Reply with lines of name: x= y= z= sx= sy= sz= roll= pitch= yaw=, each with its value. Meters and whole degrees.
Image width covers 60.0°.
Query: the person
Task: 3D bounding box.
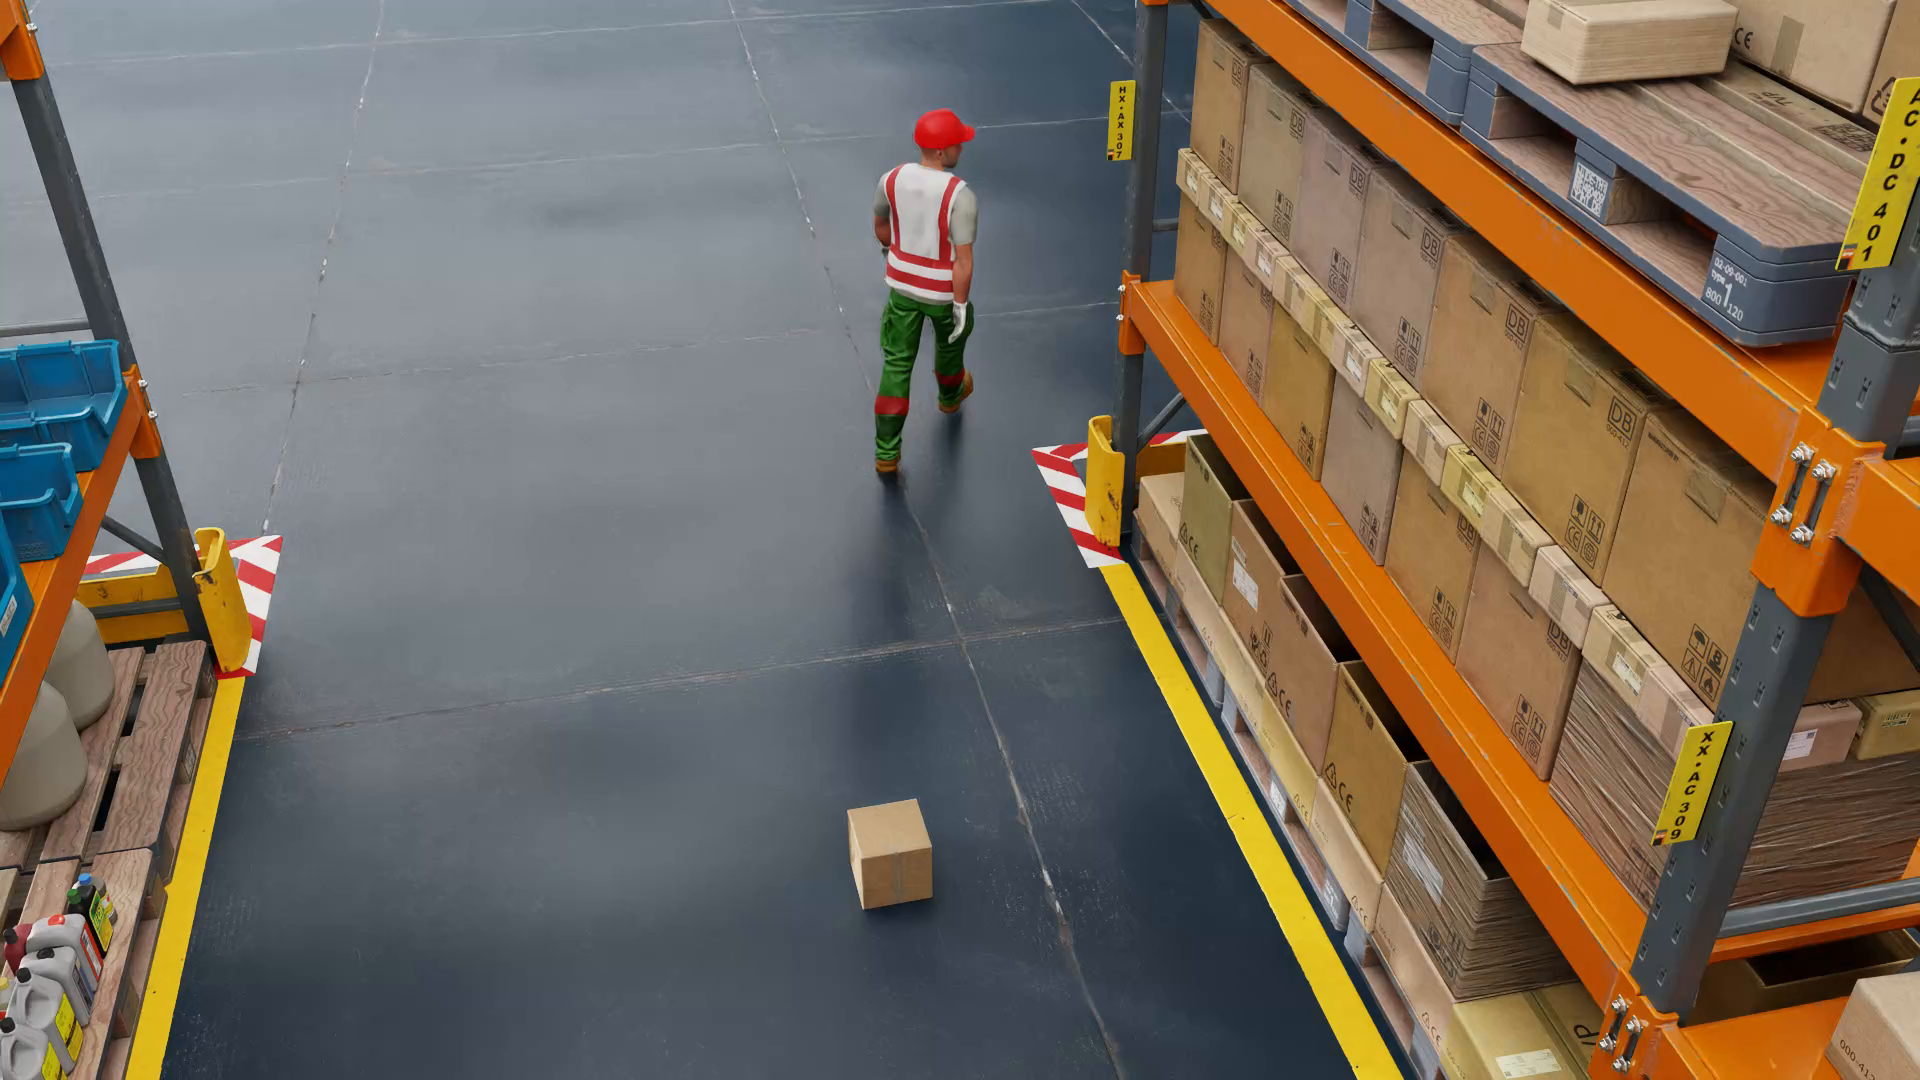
person: x=-0.161 y=-1.254 z=7.977 sx=0.615 sy=1.738 sz=1.051 roll=10 pitch=35 yaw=15
